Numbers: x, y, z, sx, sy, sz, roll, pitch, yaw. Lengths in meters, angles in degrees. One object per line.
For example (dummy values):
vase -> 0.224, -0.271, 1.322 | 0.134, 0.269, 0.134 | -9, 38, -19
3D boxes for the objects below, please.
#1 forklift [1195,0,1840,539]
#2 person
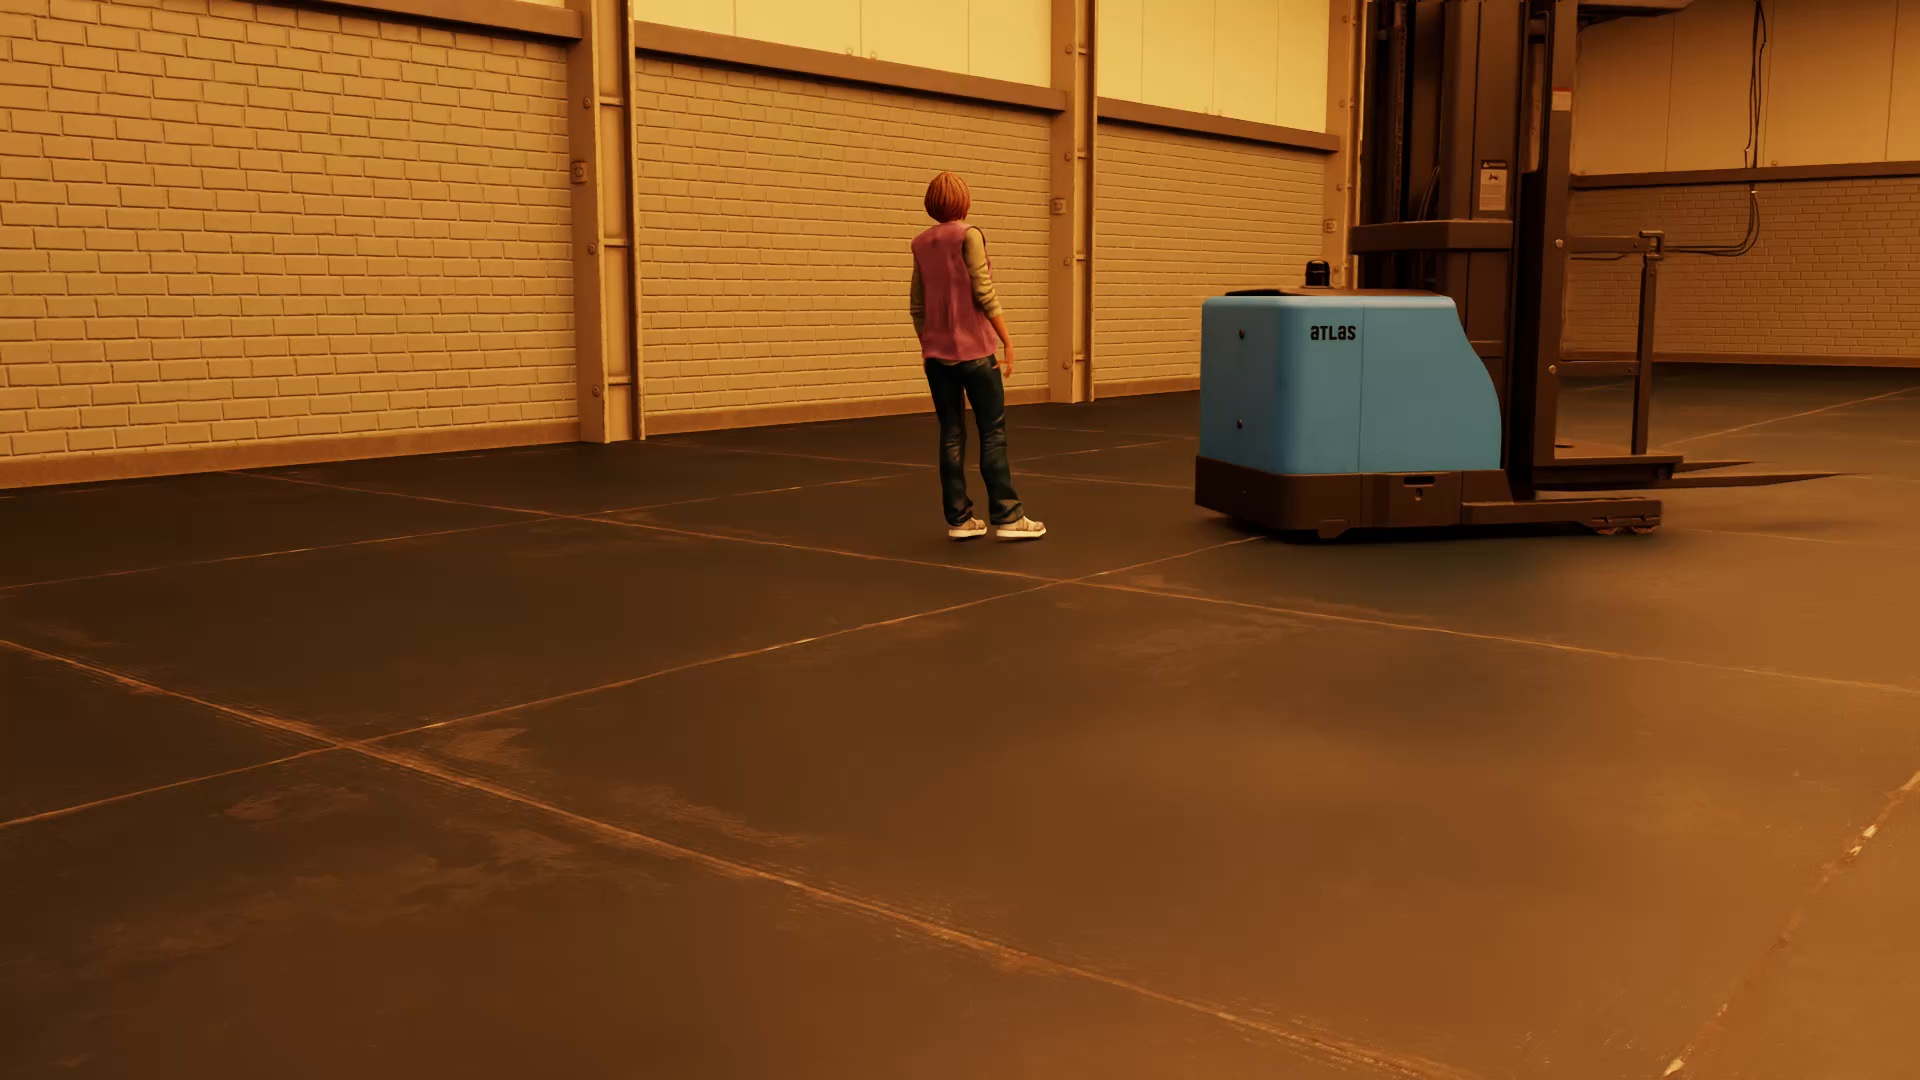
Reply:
forklift -> 2.718, -1.544, 7.833 | 3.031, 2.935, 1.130 | -2, 9, -14
person -> 0.058, -0.797, 7.338 | 0.521, 1.584, 0.473 | 7, 11, 38
